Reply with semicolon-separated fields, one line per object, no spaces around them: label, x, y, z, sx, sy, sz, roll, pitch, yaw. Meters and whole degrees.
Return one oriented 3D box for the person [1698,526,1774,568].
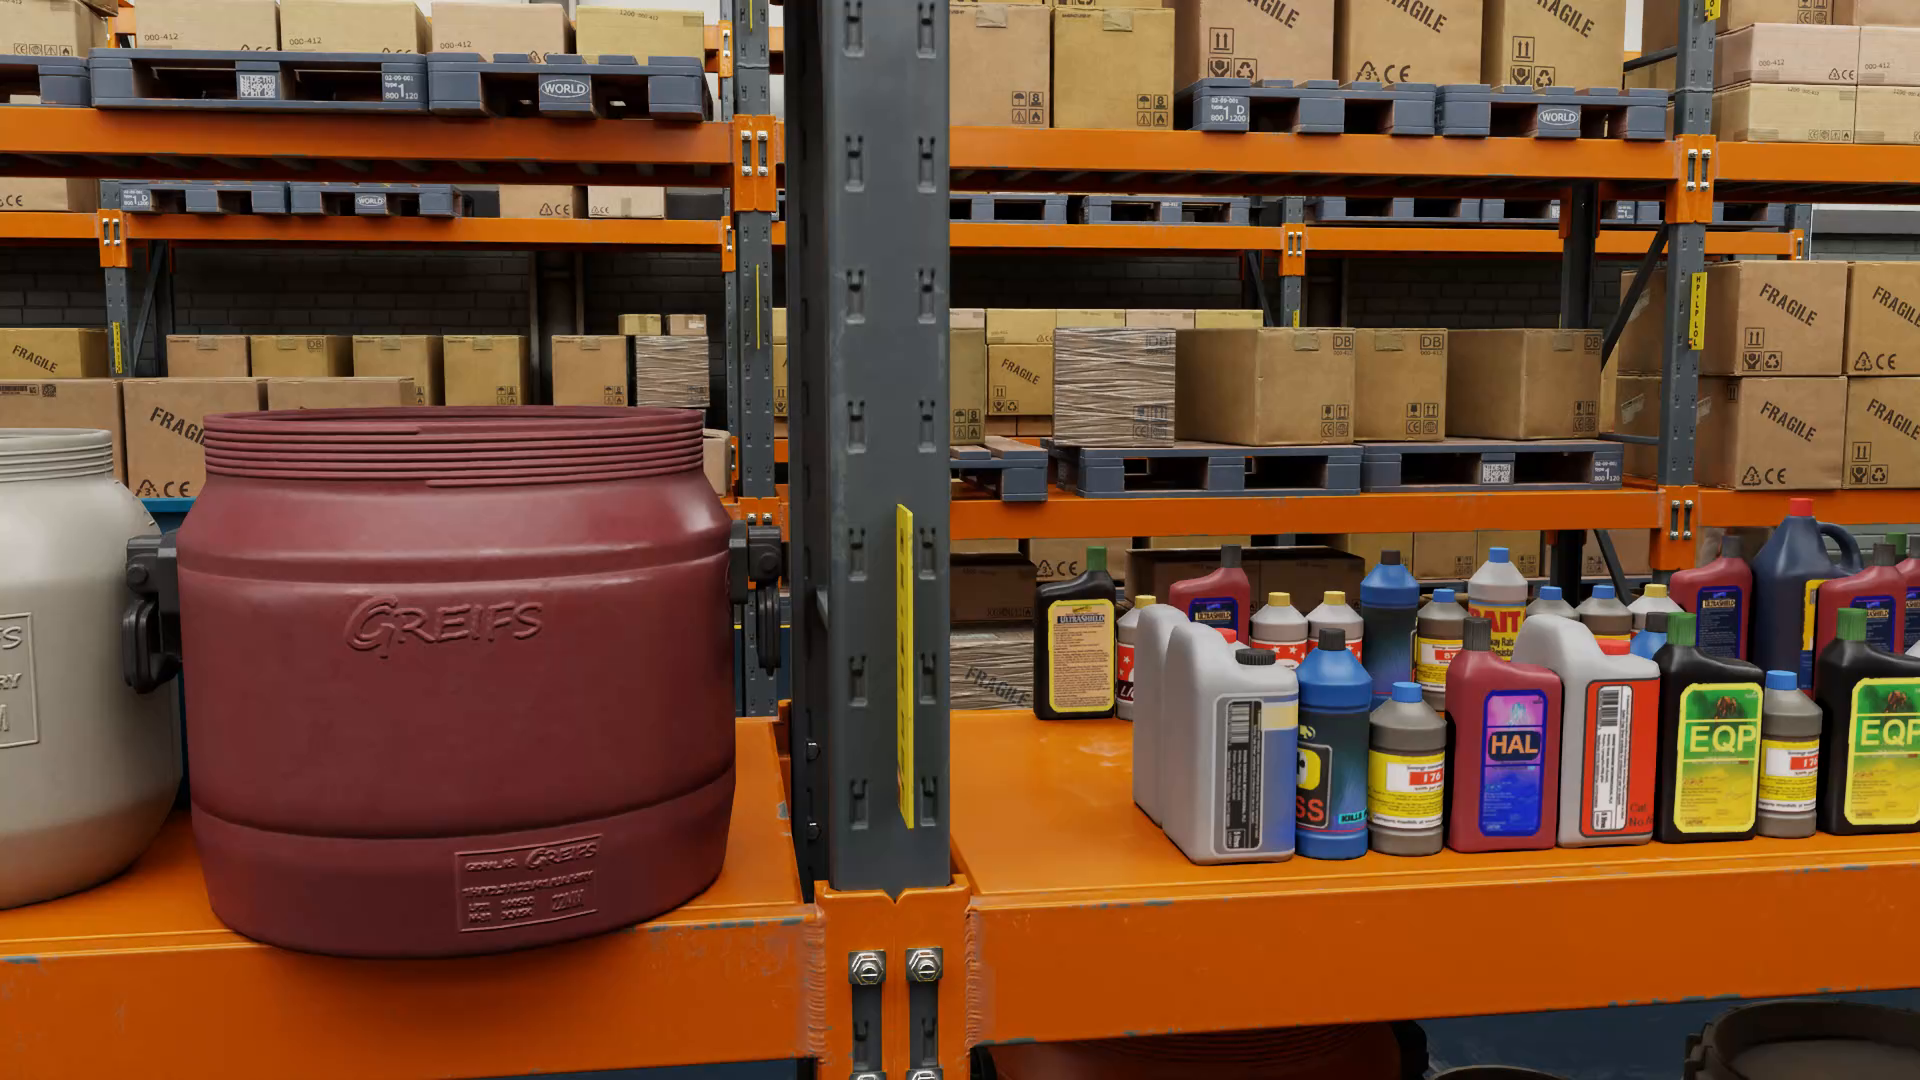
person;4.794;-0.097;10.144;1.047;1.670;0.537;0;6;4
